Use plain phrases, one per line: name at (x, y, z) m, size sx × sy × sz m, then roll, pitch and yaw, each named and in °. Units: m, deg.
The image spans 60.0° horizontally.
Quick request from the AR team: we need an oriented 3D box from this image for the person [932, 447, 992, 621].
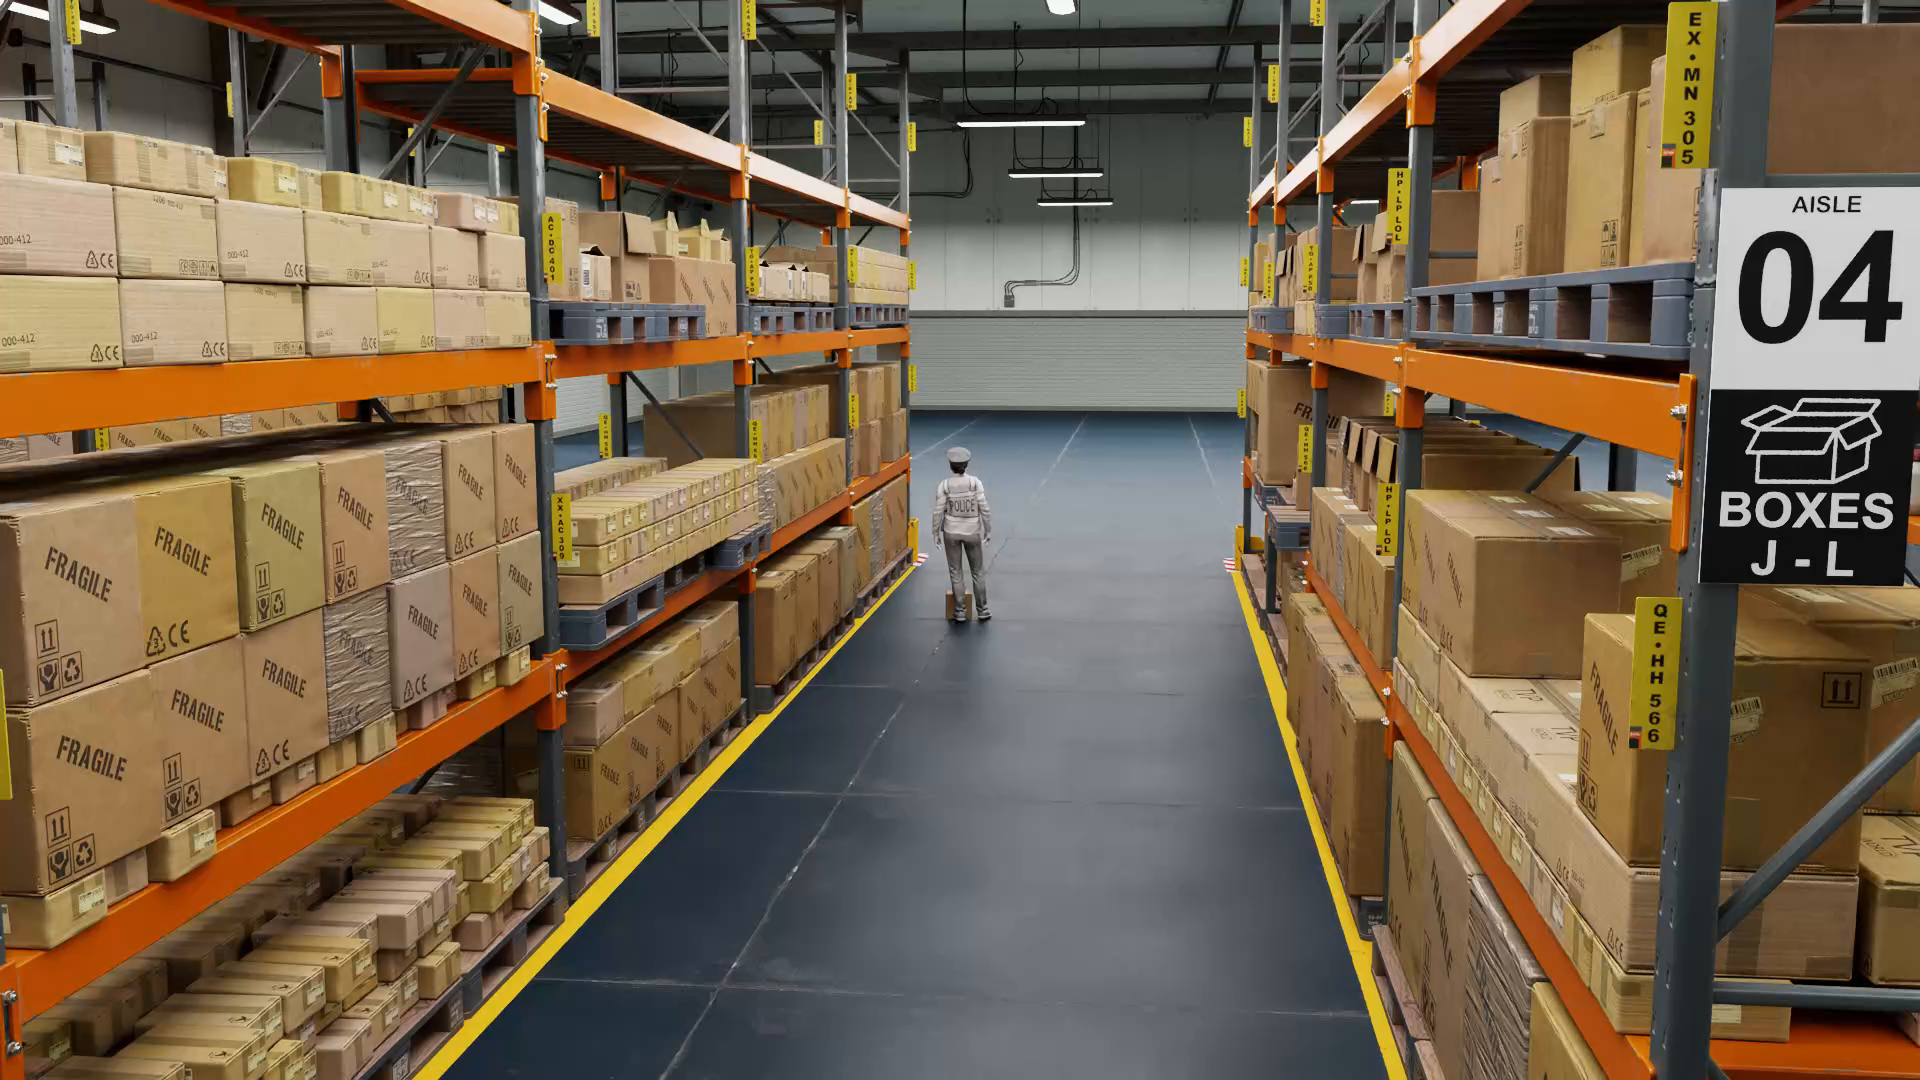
person at (0.020, -0.061, 16.061) m, size 0.586 × 1.694 × 0.531 m, roll 0°, pitch 8°, yaw -1°
